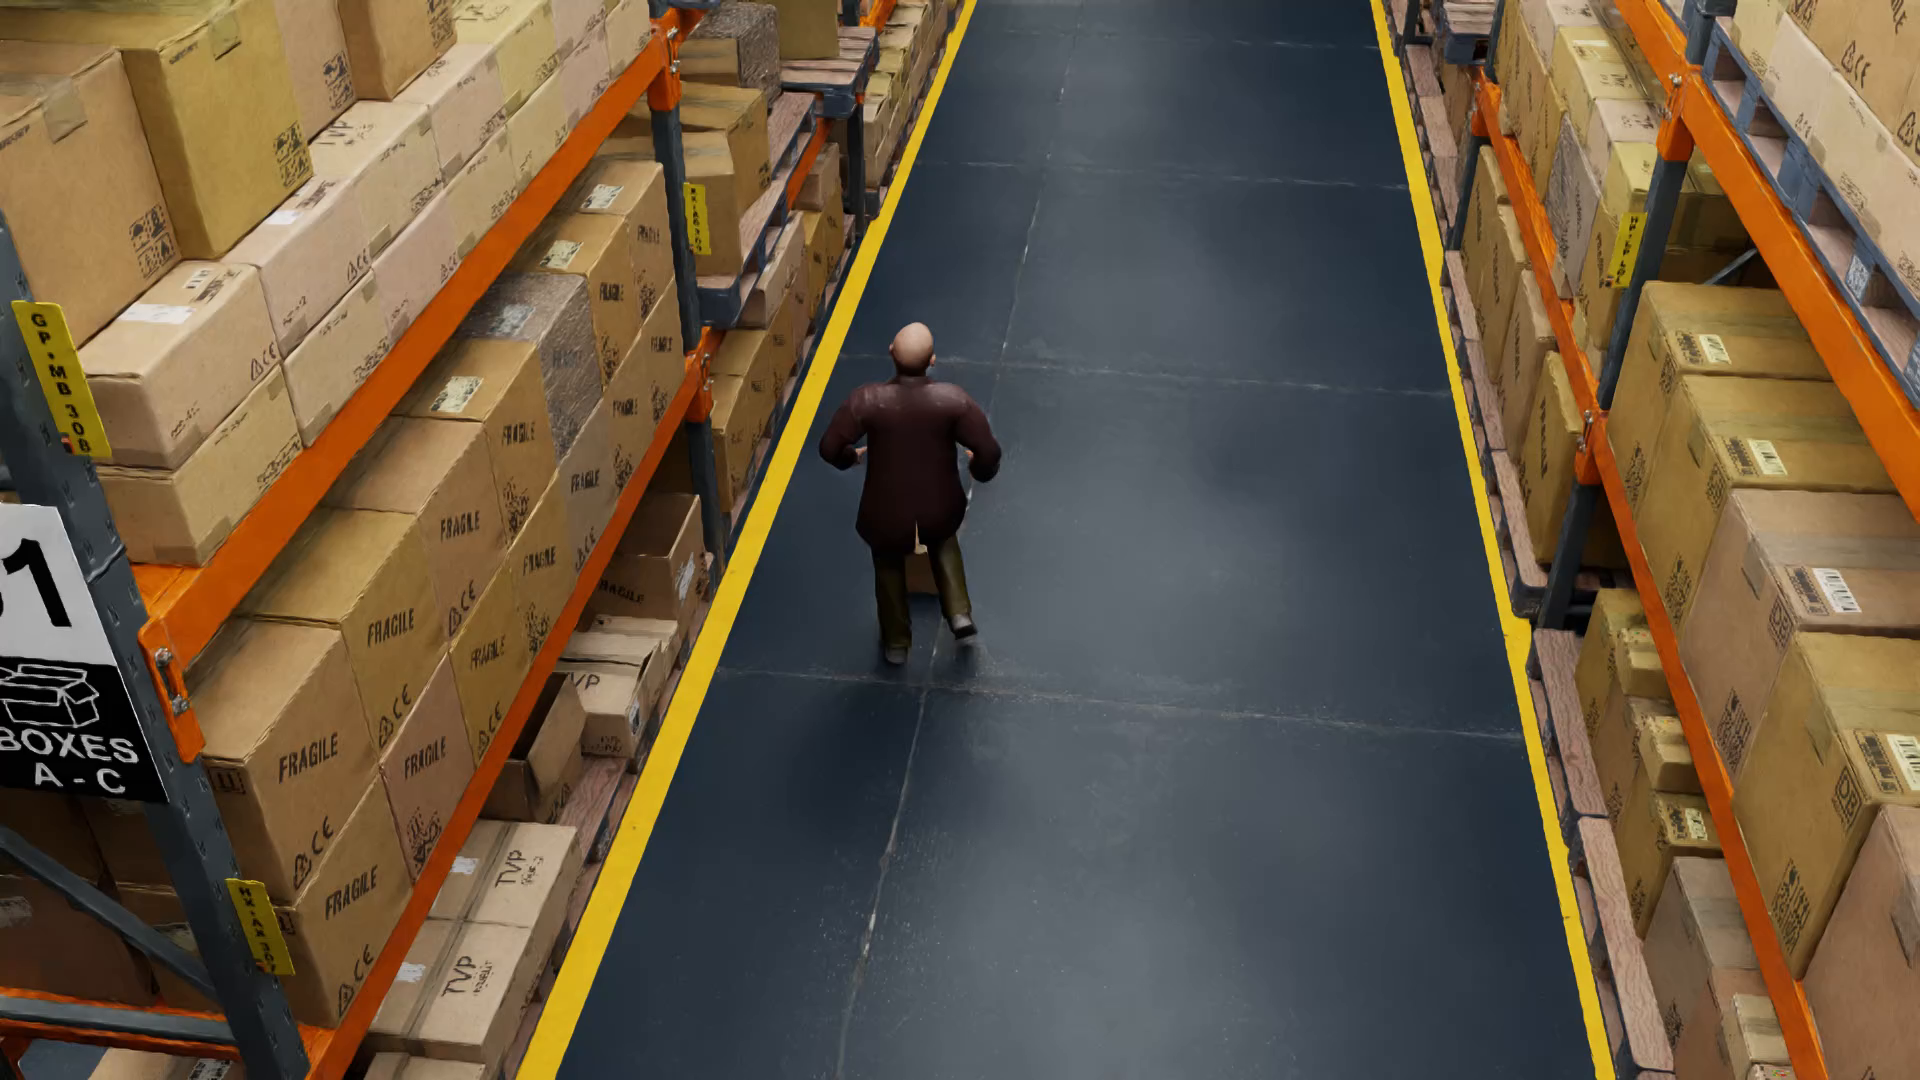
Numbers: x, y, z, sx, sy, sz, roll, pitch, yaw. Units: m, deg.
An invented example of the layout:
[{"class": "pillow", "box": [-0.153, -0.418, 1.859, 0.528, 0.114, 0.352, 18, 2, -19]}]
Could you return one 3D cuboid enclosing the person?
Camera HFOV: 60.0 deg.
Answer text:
[{"class": "person", "box": [-0.225, -0.211, 7.376, 0.785, 1.747, 0.517, -5, 36, -6]}]
